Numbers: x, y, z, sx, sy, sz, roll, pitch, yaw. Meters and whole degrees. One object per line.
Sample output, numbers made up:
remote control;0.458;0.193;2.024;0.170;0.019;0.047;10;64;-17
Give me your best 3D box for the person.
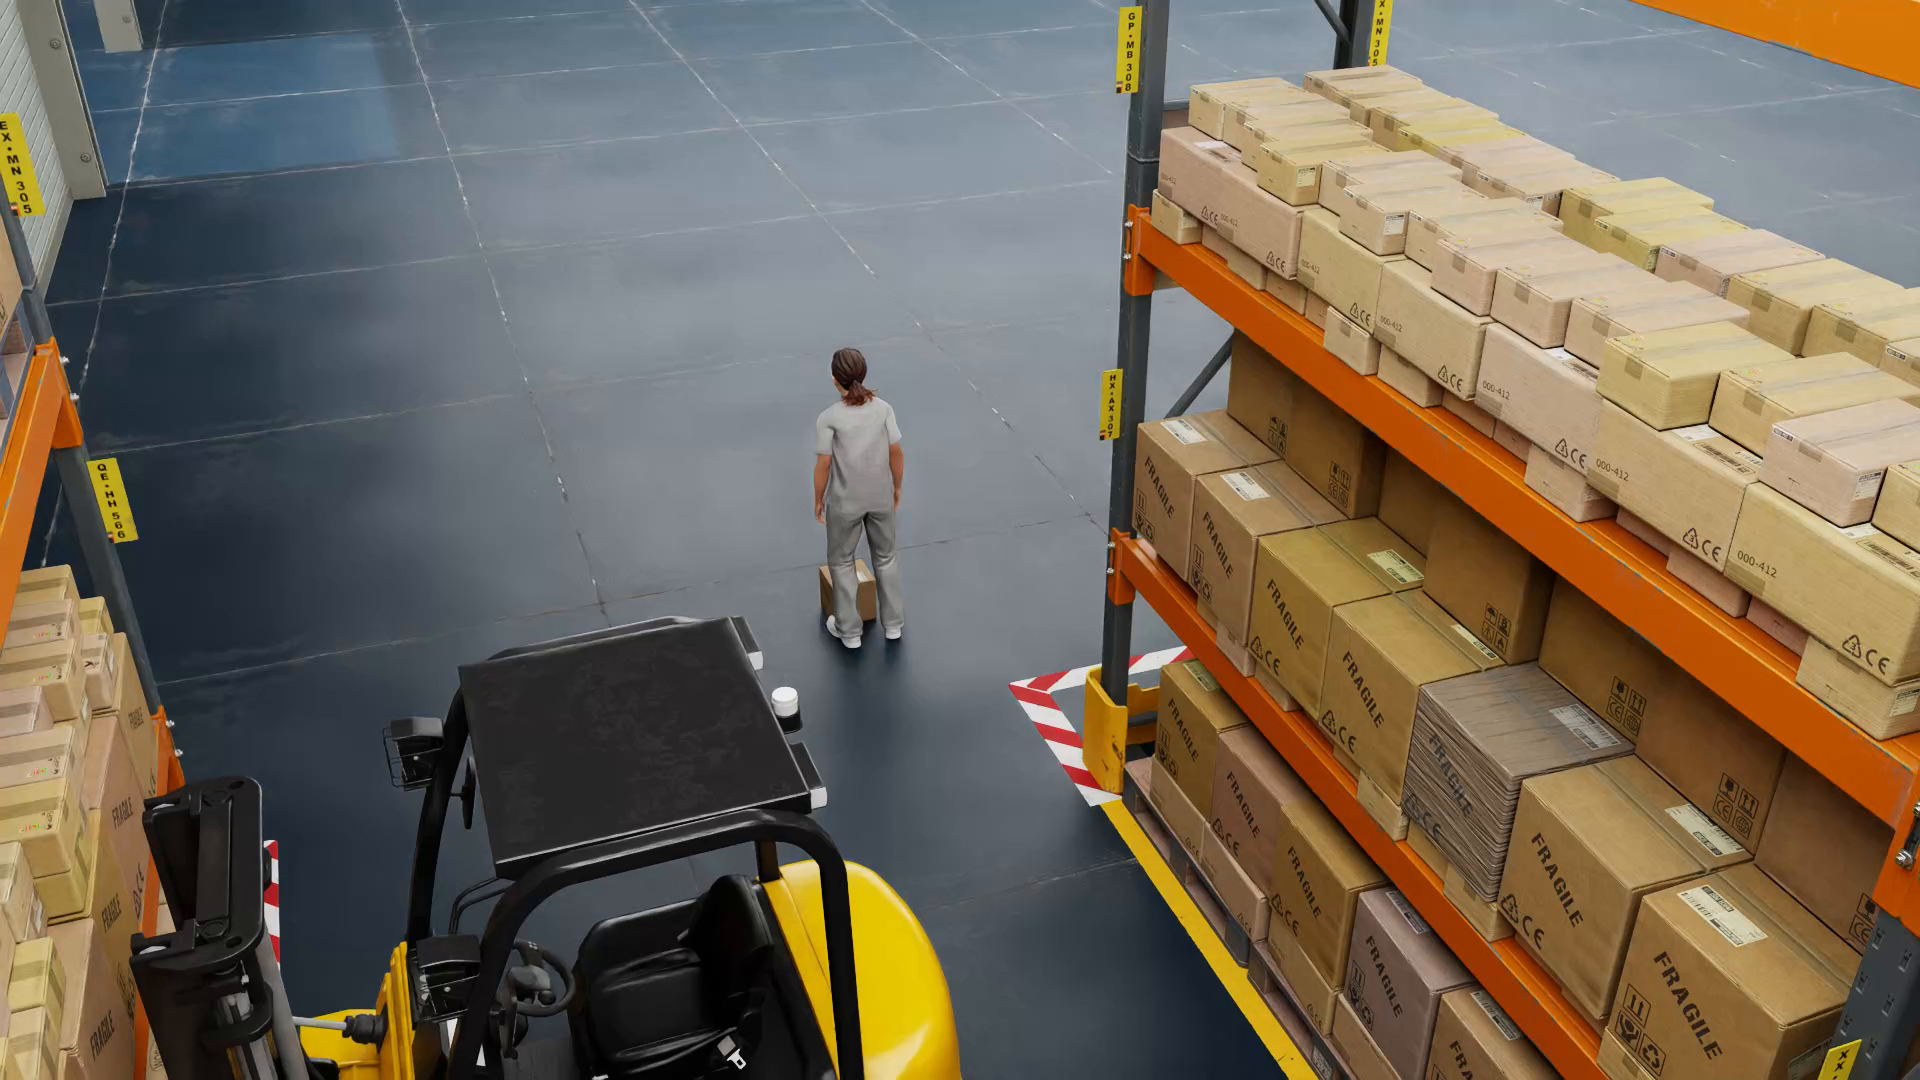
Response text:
person;-0.527;-0.209;8.703;0.490;1.673;0.354;-11;32;-18
